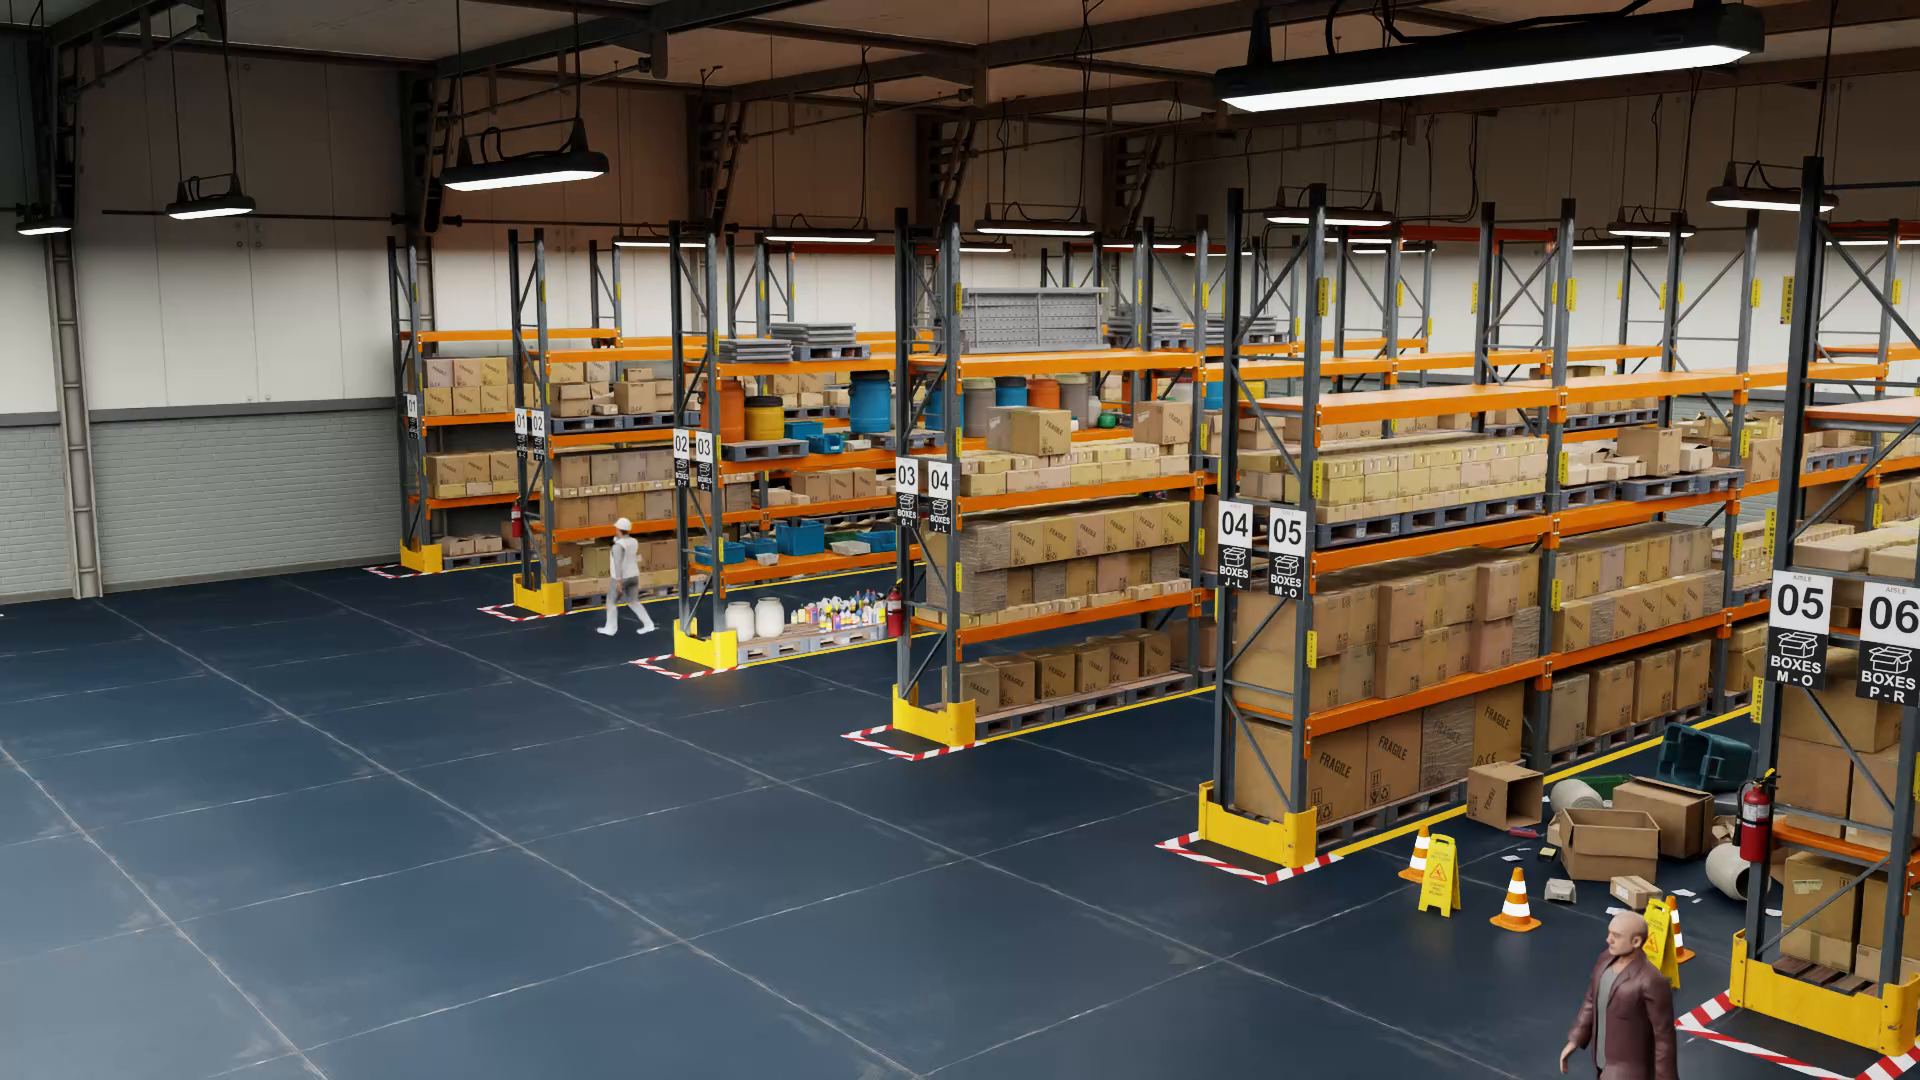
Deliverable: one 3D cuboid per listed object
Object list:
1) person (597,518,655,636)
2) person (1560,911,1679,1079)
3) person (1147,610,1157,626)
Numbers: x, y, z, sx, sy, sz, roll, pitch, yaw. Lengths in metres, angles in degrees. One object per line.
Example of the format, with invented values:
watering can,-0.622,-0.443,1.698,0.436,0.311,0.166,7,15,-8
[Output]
person,-4.941,0.545,24.553,0.856,1.751,0.538,5,10,31
person,3.573,2.891,9.165,0.985,1.744,0.621,-1,9,-6
person,2.572,0.479,24.118,0.724,1.656,0.748,-5,10,-29
